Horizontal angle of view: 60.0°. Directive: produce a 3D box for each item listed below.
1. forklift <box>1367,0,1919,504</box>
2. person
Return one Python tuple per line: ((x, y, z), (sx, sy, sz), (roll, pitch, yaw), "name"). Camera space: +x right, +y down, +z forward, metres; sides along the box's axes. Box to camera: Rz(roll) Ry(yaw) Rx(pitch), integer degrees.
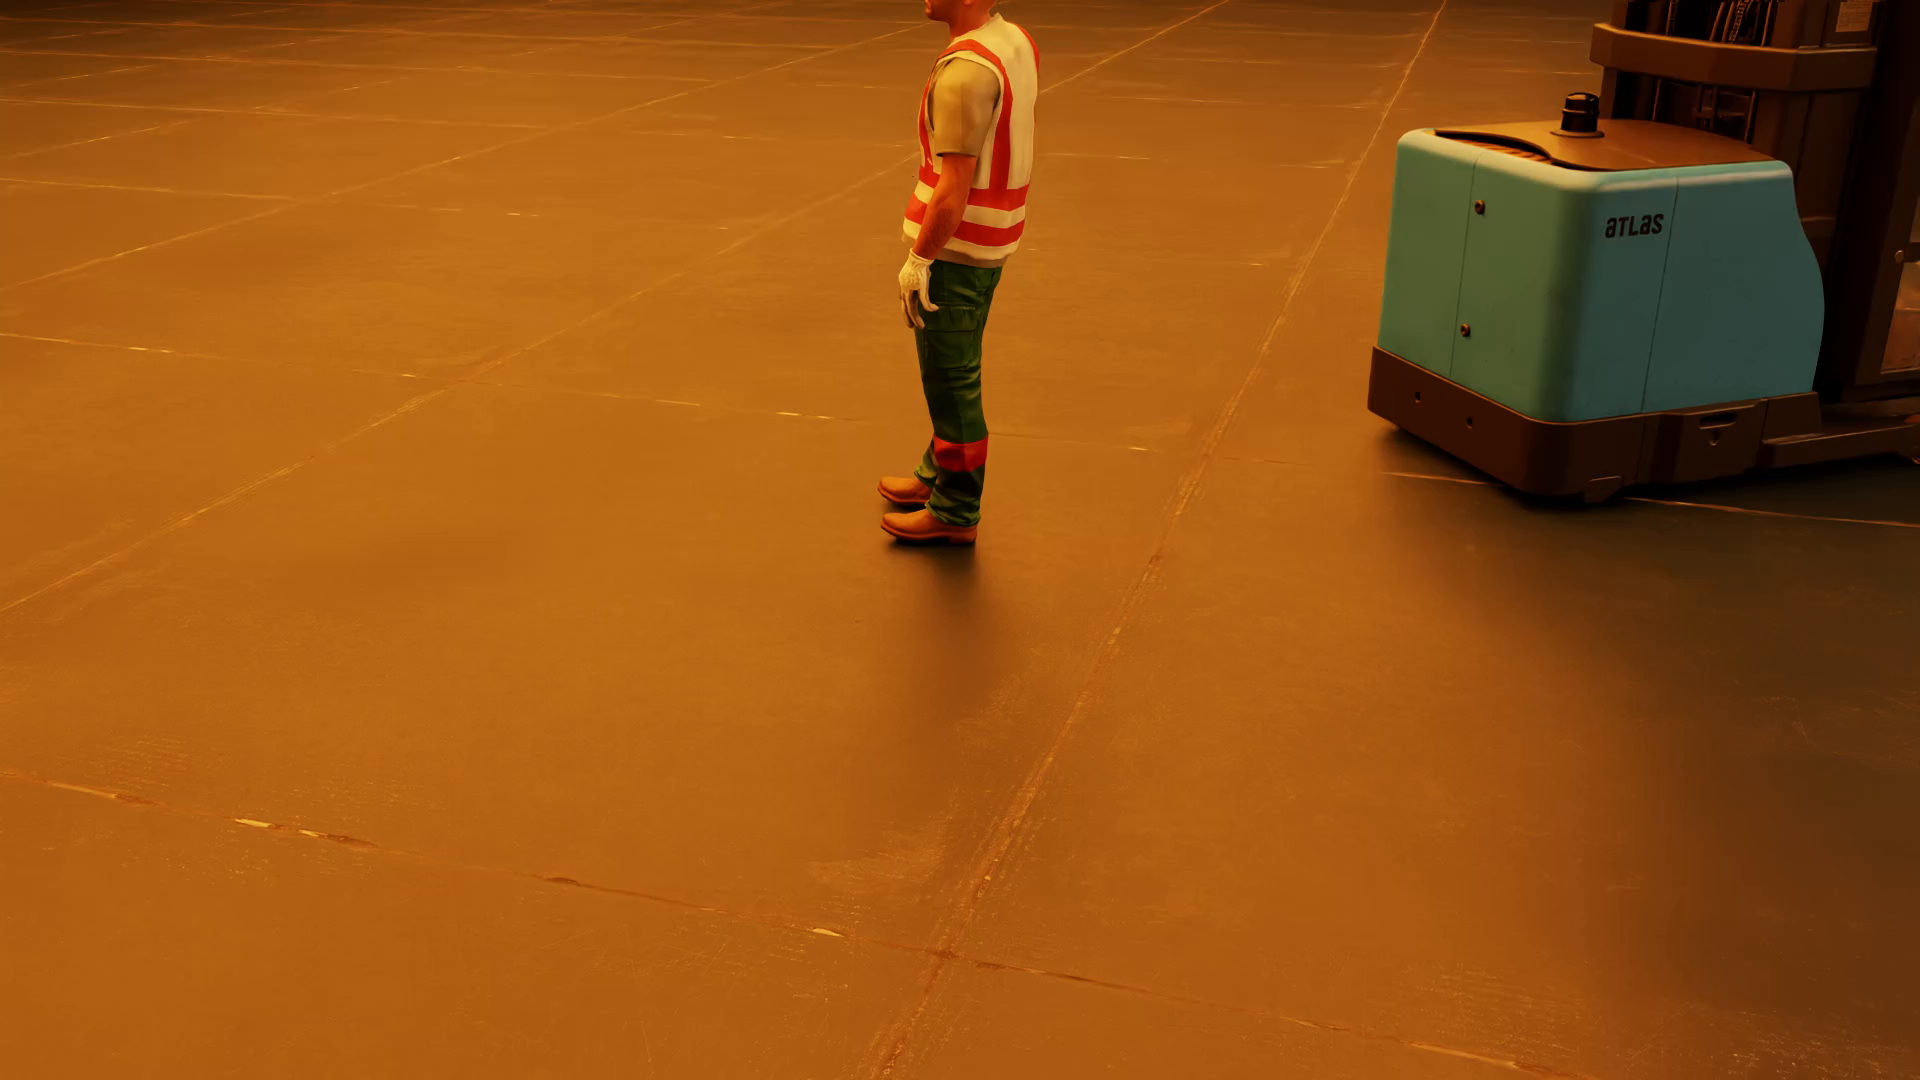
((3.068, -1.799, 5.637), (3.031, 2.935, 1.130), (-8, 24, -18), "forklift")
((-0.073, -0.847, 4.809), (0.564, 1.787, 0.638), (7, 23, 16), "person")
